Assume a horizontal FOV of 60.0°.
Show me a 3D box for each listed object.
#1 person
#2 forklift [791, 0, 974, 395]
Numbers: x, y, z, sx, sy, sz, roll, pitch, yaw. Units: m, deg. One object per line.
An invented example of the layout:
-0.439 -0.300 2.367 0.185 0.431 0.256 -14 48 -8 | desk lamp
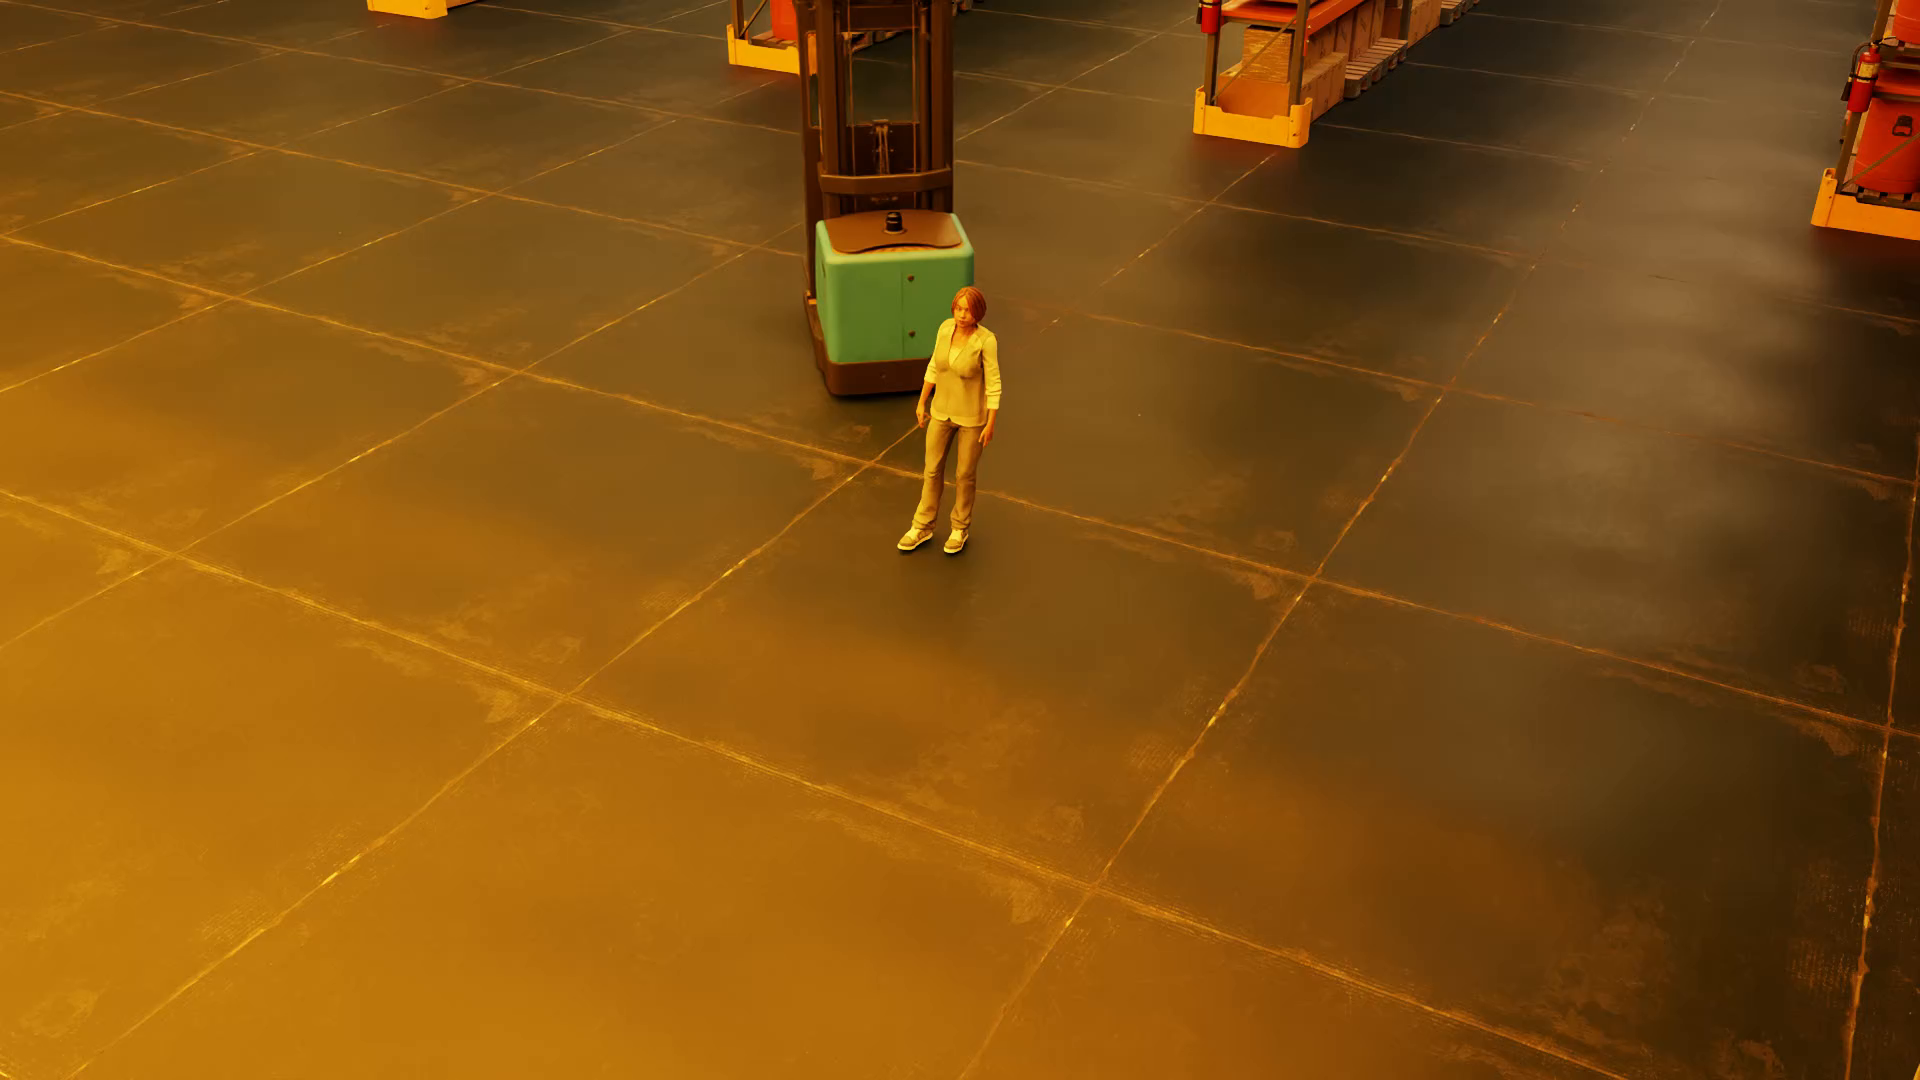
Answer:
-0.048 -0.668 9.549 0.521 1.599 0.473 15 33 25 | person
-0.635 -2.998 12.264 1.130 2.935 3.031 -5 30 -8 | forklift
